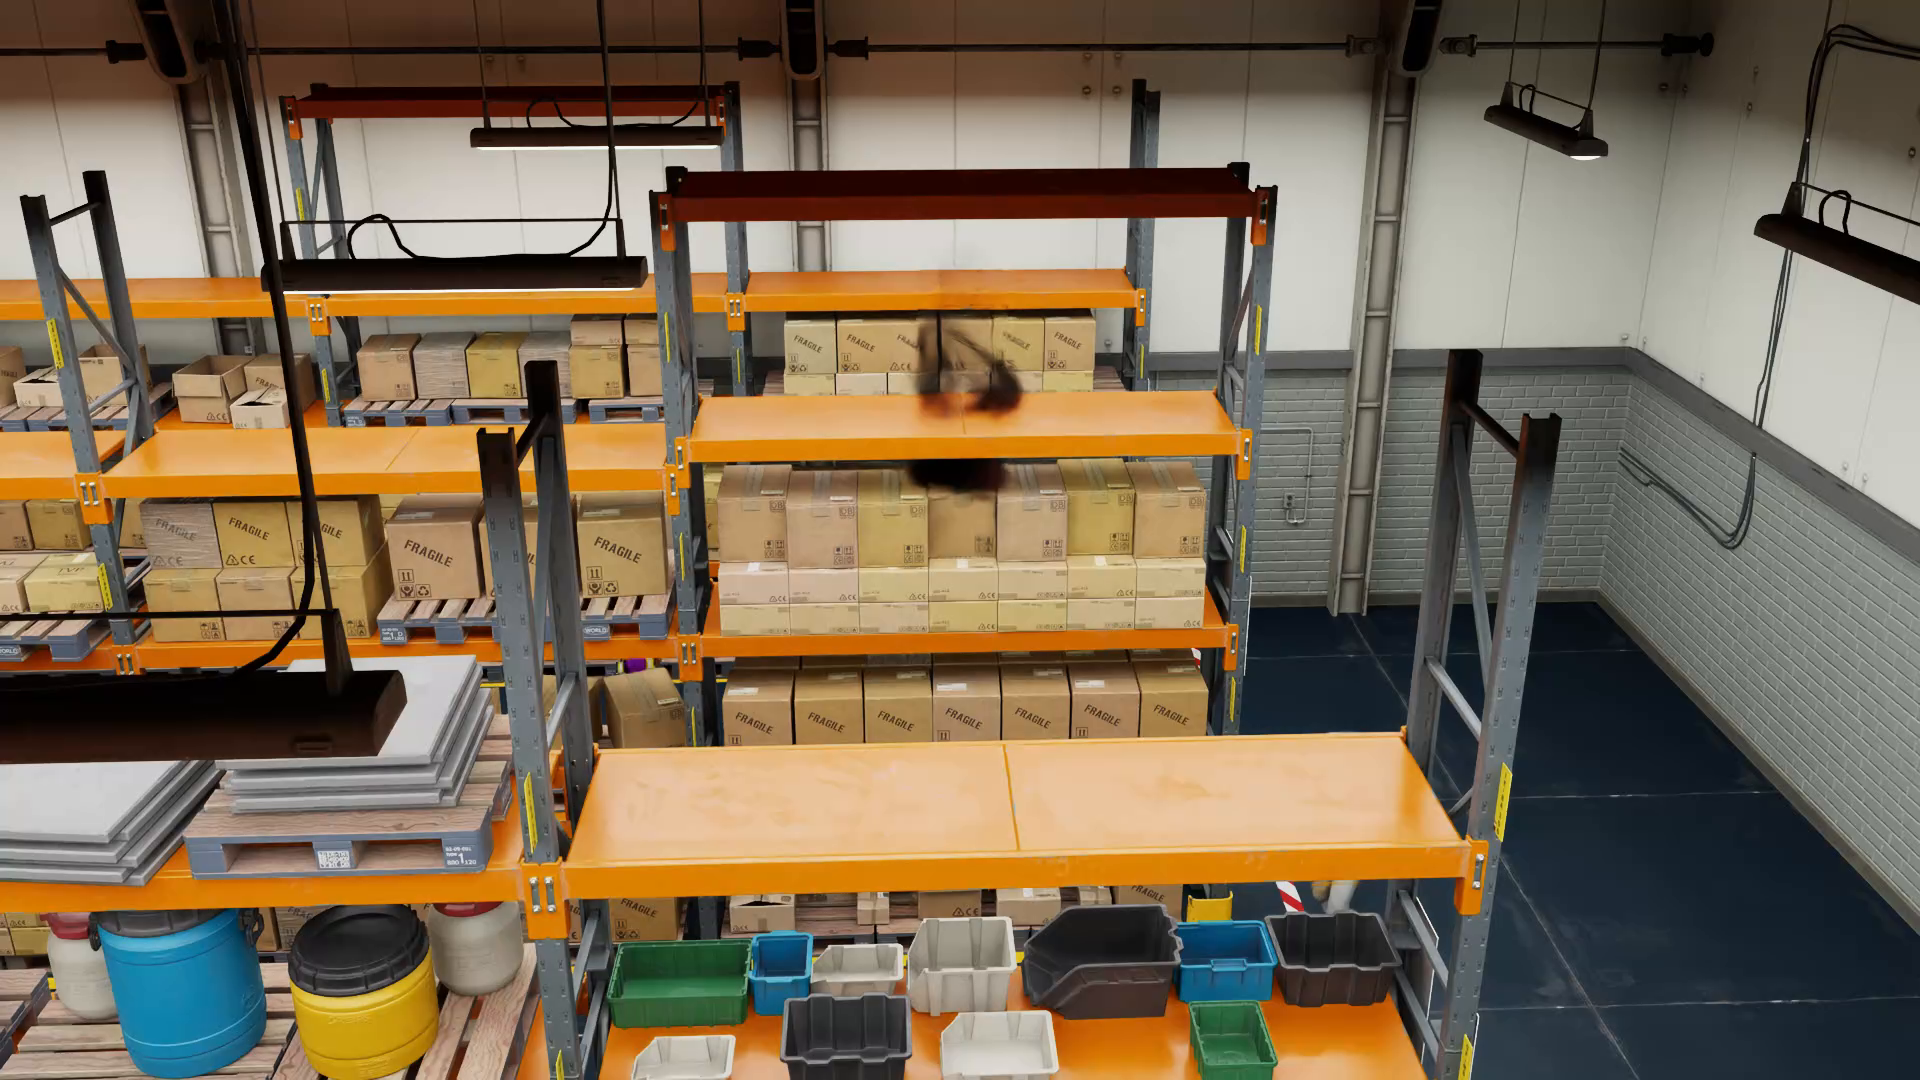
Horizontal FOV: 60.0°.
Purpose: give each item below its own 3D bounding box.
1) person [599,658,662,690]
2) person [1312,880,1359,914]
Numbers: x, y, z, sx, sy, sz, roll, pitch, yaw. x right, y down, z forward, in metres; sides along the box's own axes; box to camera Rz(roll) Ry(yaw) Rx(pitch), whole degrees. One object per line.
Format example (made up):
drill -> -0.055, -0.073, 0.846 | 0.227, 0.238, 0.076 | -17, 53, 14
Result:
person -> -2.942, 1.466, 15.252 | 0.777, 1.787, 0.698 | -4, 22, -10
person -> 2.947, 2.410, 12.912 | 0.694, 1.787, 0.916 | 8, 23, 18
